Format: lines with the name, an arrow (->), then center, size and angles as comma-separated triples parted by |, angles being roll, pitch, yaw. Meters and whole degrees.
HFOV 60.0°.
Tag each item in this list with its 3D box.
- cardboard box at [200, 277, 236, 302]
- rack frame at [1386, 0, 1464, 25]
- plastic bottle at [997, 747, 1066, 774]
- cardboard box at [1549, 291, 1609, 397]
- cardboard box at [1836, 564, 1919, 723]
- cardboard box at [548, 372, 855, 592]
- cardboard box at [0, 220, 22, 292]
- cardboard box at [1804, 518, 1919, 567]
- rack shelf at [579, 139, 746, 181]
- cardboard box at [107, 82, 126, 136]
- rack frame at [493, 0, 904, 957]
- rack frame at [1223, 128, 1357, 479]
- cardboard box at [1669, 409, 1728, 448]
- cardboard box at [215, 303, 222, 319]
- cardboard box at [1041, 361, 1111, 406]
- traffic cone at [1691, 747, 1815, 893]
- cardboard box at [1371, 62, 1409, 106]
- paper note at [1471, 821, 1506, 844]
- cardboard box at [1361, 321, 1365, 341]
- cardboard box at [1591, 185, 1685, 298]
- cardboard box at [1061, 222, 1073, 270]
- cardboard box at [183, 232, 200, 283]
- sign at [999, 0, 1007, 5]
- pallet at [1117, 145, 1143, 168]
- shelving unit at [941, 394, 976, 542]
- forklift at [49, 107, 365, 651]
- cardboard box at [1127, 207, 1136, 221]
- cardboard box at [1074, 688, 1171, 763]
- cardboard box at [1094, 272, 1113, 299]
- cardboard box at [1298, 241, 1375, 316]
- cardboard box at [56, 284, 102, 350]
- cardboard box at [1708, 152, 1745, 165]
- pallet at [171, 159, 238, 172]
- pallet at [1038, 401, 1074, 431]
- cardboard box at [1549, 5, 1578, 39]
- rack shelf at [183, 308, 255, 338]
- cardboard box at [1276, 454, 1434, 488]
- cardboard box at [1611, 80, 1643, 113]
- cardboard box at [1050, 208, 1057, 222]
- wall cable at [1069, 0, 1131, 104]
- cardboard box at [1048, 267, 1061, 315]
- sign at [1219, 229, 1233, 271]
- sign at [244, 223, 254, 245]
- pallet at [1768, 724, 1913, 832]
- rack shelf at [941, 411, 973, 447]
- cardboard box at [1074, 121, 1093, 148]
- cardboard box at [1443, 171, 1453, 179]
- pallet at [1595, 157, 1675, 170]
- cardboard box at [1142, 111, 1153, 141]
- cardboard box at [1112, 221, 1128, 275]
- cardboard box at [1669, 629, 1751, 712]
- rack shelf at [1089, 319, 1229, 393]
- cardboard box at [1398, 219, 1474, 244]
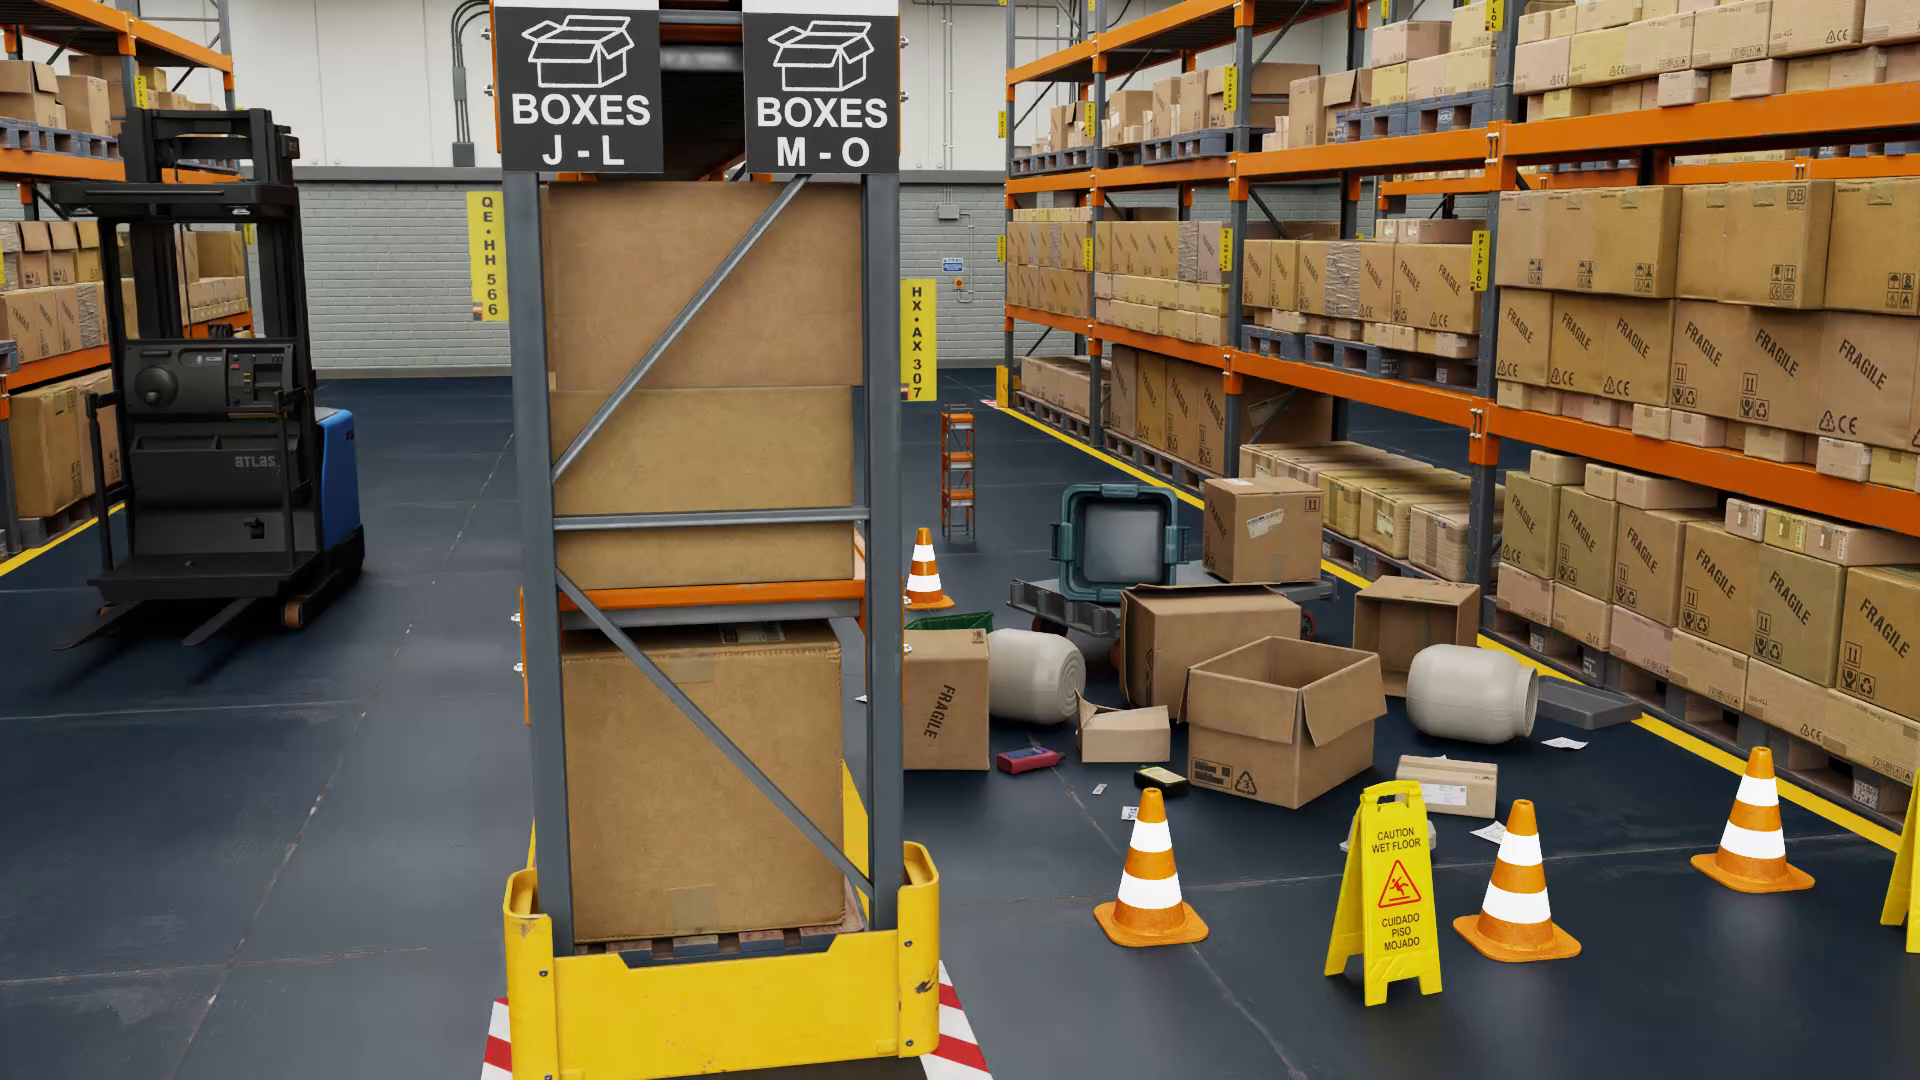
cardboard box -> -8.203, -2.725, 18.097 | 0.500, 0.250, 0.500 | -2, 11, -12
rack frame -> 5.933, -6.314, 21.301 | 1.000, 3.000, 0.127 | -2, 11, -11
plastic bottle -> 0.309, 0.936, 7.115 | 0.283, 0.061, 0.133 | -6, 13, -31
cardboard box -> 3.332, -0.998, 8.353 | 0.500, 0.500, 0.500 | -2, 11, -11
cardboard box -> 3.765, 0.388, 6.362 | 0.500, 0.500, 0.500 | -2, 11, -11
cardboard box -> -0.776, -0.192, 4.784 | 0.875, 0.550, 0.550 | -2, 11, -11
cardboard box -> -7.226, -2.034, 11.912 | 0.797, 0.503, 0.637 | -2, 11, -9
cardboard box -> 3.628, 0.004, 6.642 | 0.380, 0.149, 0.250 | -2, 11, -9
rack shelf -> -1.826, -2.273, 10.017 | 1.077, 0.370, 4.000 | -2, 11, -11
cardboard box -> -8.089, -4.011, 15.566 | 0.700, 0.500, 0.500 | -3, 11, -14
rack frame -> -0.659, -0.052, 4.449 | 1.000, 3.000, 0.127 | -2, 11, -11
rack frame -> 2.621, -1.718, 13.201 | 1.000, 3.000, 0.127 | -2, 11, -11
cardboard box -> 3.462, -0.511, 7.533 | 0.380, 0.149, 0.250 | -2, 11, -11
cardboard box -> -8.012, -2.413, 17.526 | 0.380, 0.149, 0.250 | -2, 11, -11
cardboard box -> 1.478, -1.848, 19.613 | 0.875, 0.438, 0.875 | -2, 11, -9
traffic cone -> 2.828, 0.963, 5.897 | 0.336, 0.463, 0.334 | -2, 11, -11
cardboard box -> 2.952, -2.879, 10.556 | 0.500, 0.250, 0.500 | -2, 11, -10
paper note -> 2.041, 1.107, 6.300 | 0.148, 0.019, 0.142 | -6, 13, -31
cardboard box -> 2.893, -1.391, 11.033 | 0.380, 0.149, 0.250 | -3, 11, -13
cardboard box -> 3.421, -1.395, 7.765 | 0.700, 0.500, 0.500 | -2, 11, -12
cardboard box -> 1.390, -3.162, 17.845 | 0.500, 0.500, 0.500 | -2, 11, -12
cardboard box -> -7.914, -2.815, 16.565 | 0.500, 0.500, 0.500 | -2, 11, -13
sign -> 0.519, -6.650, 20.147 | 0.100, 0.325, 0.005 | -2, 11, -11
pallet -> 2.070, -3.665, 15.919 | 0.805, 0.209, 1.217 | -3, 11, -13
shelving unit -> -0.010, -0.526, 12.150 | 0.215, 1.050, 0.252 | -2, 11, -11
forklift -> -4.333, -0.972, 9.465 | 1.130, 2.935, 3.031 | -1, 11, -7
cardboard box -> 1.971, -3.424, 17.489 | 0.380, 0.149, 0.250 | -2, 11, -10
cardboard box -> 0.704, 0.805, 7.255 | 0.396, 0.266, 0.258 | 0, 11, -1
cardboard box -> 1.652, -2.533, 16.545 | 0.500, 0.250, 0.500 | -2, 11, -13
cardboard box -> 2.700, -1.836, 11.635 | 0.500, 0.500, 0.500 | -2, 11, -10
cardboard box -> -7.228, -1.786, 13.290 | 0.500, 0.500, 0.500 | -2, 11, -11
cardboard box -> 7.053, -3.477, 14.819 | 0.500, 0.250, 0.500 | -2, 11, -11
pallet -> -8.501, -4.119, 18.031 | 1.003, 0.211, 1.213 | -2, 11, -11
pallet -> 1.531, -1.448, 19.242 | 1.003, 0.211, 1.213 | -2, 11, -11
cardboard box -> 3.219, -2.610, 8.404 | 0.380, 0.149, 0.250 | -2, 11, -9
rack shelf -> -8.267, -2.105, 17.156 | 1.077, 0.370, 4.000 | -2, 11, -11
cardboard box -> 2.872, -0.394, 12.152 | 0.950, 0.372, 0.625 | -2, 11, -12
cardboard box -> 3.381, -2.130, 8.013 | 0.380, 0.149, 0.250 | -2, 11, -9
cardboard box -> 1.222, -3.637, 18.606 | 0.380, 0.149, 0.250 | -2, 11, -11
wall cable -> 3.160, -7.305, 26.410 | 2.988, 3.039, 0.133 | -2, 11, -11
cardboard box -> 1.284, -2.762, 18.420 | 0.500, 0.500, 0.500 | -2, 11, -12
sign -> 2.077, -2.266, 12.983 | 0.100, 0.325, 0.005 | -2, 11, -11
sign -> -8.121, -3.527, 18.976 | 0.100, 0.325, 0.005 | -2, 11, -11
pallet -> 4.039, 0.955, 6.616 | 1.003, 0.211, 1.213 | -2, 11, -11
rack shelf -> -0.010, -0.794, 12.099 | 0.215, 0.259, 0.240 | -2, 11, -11
cardboard box -> 1.405, -4.220, 17.293 | 0.396, 0.266, 0.258 | -2, 11, -9
cardboard box -> 5.970, -4.365, 19.757 | 0.380, 0.149, 0.250 | -2, 11, -11
pallet -> 6.974, -3.702, 16.104 | 1.213, 0.211, 1.003 | -2, 11, -11
cardboard box -> 1.855, -3.718, 14.921 | 0.396, 0.266, 0.258 | -1, 11, -6
cardboard box -> 1.773, -2.809, 15.989 | 0.500, 0.500, 0.500 | -2, 11, -11
cardboard box -> 3.556, 0.564, 7.441 | 0.500, 0.250, 0.500 | -3, 11, -13
rack shelf -> 2.232, -1.732, 15.195 | 1.077, 0.370, 4.000 | -2, 11, -11
cardboard box -> 2.941, -1.907, 10.273 | 0.380, 0.149, 0.250 | -2, 11, -13
